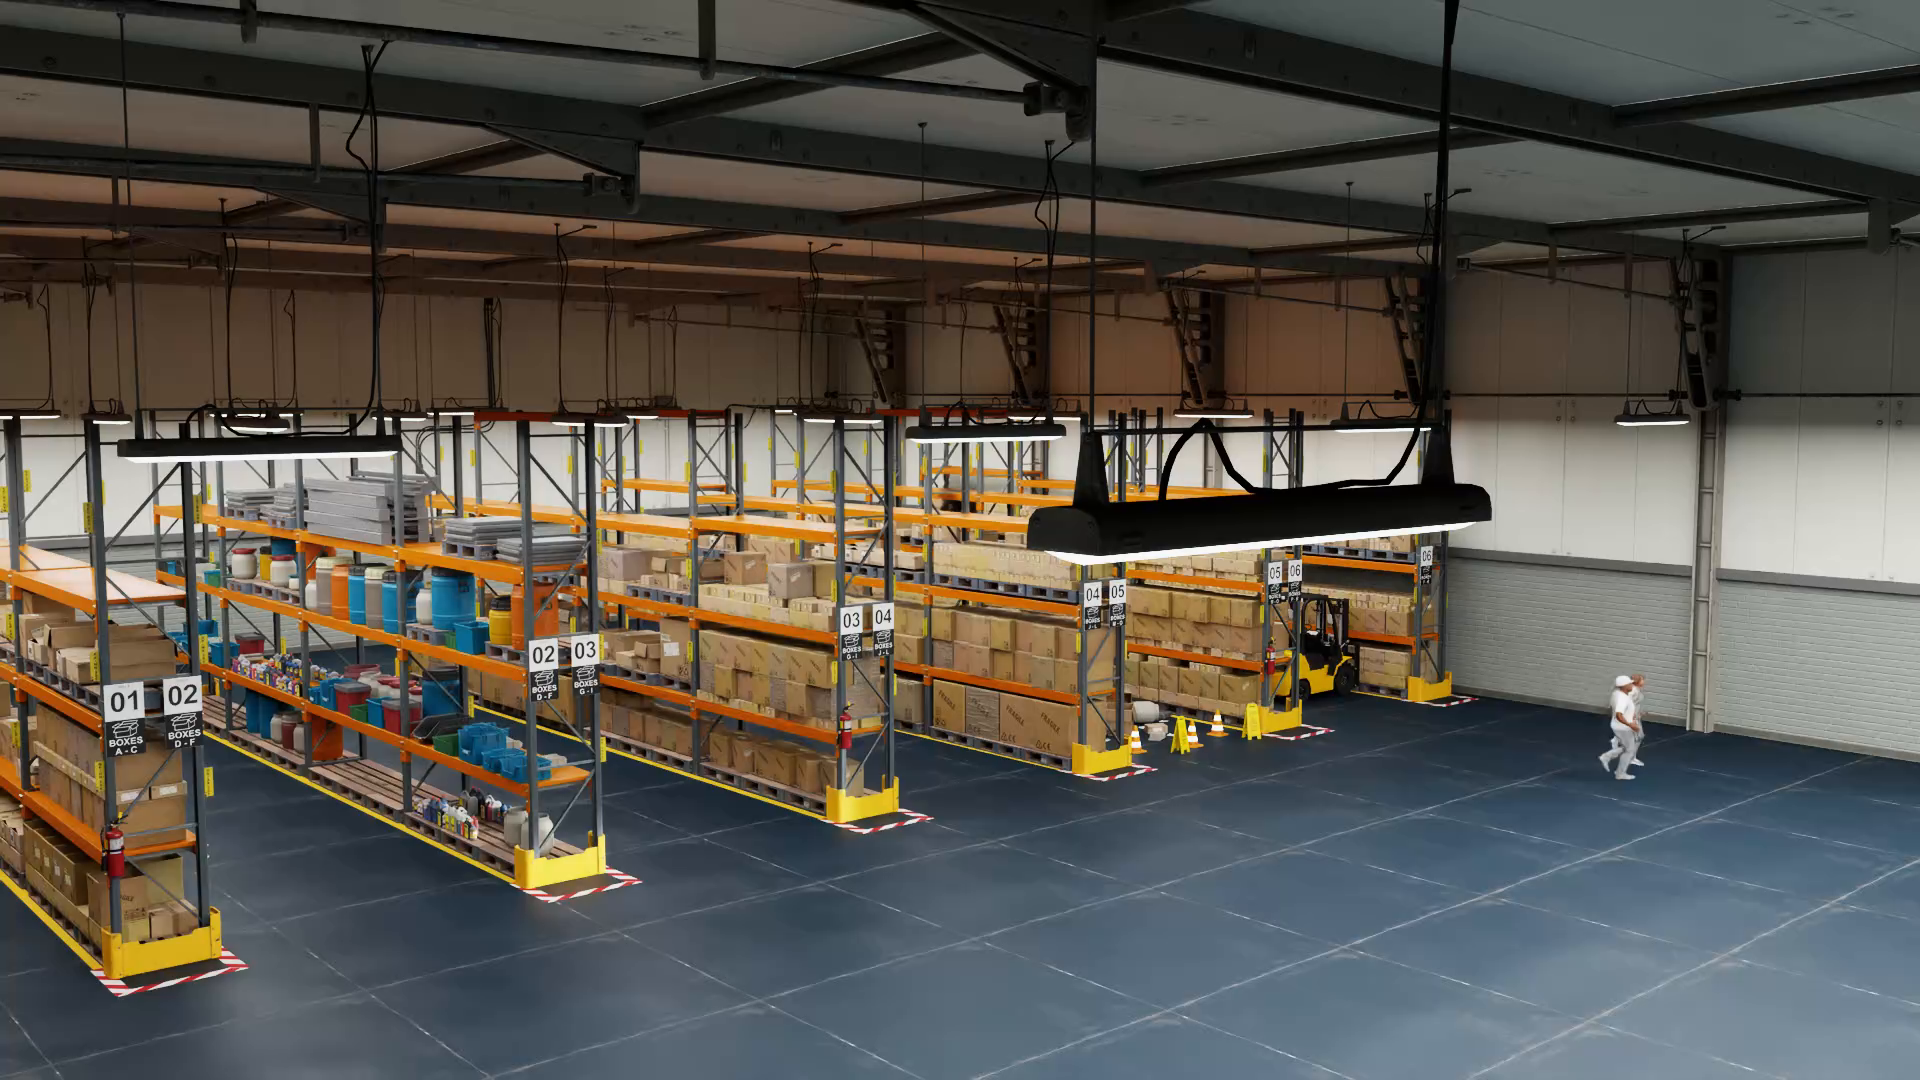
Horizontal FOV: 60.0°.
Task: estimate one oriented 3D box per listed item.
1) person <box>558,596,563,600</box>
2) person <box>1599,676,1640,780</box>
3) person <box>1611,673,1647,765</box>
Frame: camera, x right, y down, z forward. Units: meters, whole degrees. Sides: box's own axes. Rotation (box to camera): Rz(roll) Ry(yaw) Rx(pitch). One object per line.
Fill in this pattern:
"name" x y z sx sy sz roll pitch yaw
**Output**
"person" -9.597 2.092 39.417 0.684 1.577 0.648 -1 5 -6
"person" 10.818 3.076 27.269 0.589 1.722 0.686 1 5 13
"person" 11.491 3.060 28.557 0.536 1.563 0.557 3 6 30
